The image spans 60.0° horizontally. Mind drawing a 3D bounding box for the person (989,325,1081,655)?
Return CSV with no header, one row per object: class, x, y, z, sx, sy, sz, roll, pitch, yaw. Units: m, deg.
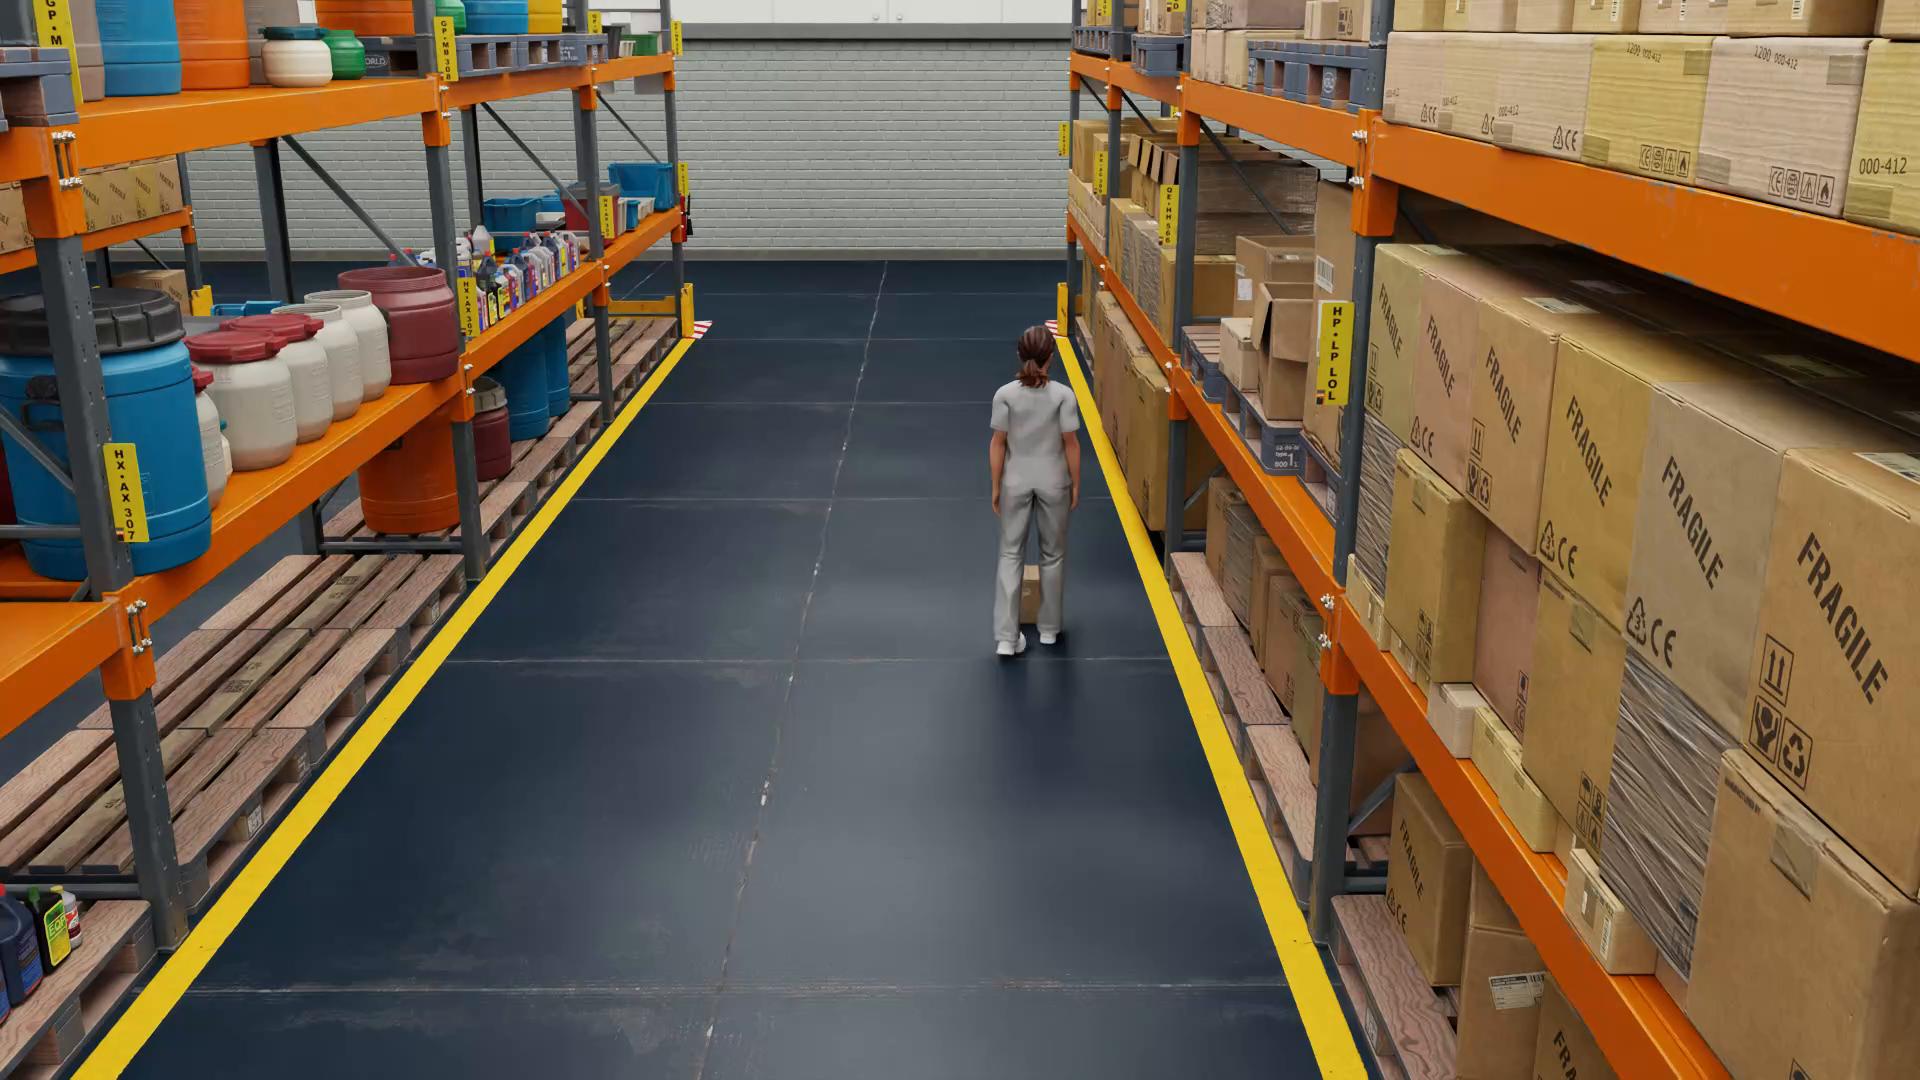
person,0.380,-0.254,8.364,0.453,1.678,0.591,2,17,7
